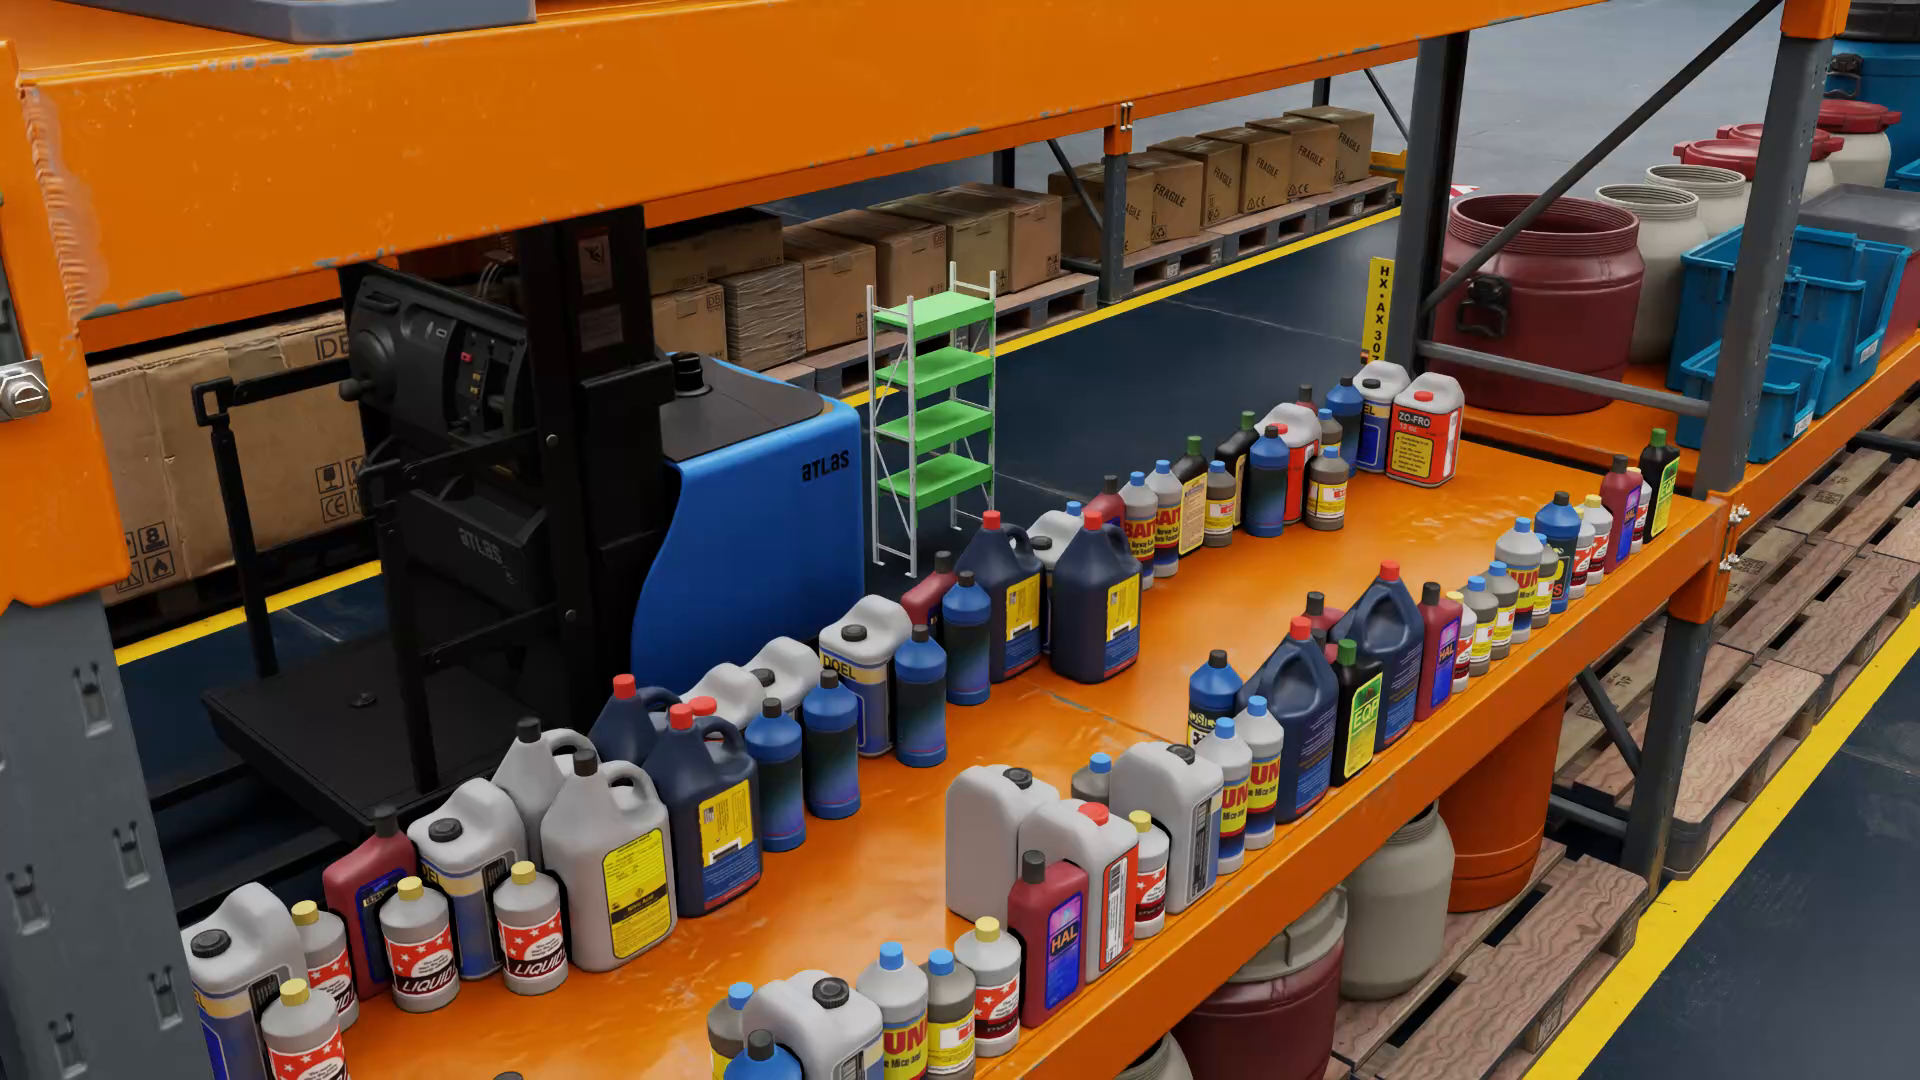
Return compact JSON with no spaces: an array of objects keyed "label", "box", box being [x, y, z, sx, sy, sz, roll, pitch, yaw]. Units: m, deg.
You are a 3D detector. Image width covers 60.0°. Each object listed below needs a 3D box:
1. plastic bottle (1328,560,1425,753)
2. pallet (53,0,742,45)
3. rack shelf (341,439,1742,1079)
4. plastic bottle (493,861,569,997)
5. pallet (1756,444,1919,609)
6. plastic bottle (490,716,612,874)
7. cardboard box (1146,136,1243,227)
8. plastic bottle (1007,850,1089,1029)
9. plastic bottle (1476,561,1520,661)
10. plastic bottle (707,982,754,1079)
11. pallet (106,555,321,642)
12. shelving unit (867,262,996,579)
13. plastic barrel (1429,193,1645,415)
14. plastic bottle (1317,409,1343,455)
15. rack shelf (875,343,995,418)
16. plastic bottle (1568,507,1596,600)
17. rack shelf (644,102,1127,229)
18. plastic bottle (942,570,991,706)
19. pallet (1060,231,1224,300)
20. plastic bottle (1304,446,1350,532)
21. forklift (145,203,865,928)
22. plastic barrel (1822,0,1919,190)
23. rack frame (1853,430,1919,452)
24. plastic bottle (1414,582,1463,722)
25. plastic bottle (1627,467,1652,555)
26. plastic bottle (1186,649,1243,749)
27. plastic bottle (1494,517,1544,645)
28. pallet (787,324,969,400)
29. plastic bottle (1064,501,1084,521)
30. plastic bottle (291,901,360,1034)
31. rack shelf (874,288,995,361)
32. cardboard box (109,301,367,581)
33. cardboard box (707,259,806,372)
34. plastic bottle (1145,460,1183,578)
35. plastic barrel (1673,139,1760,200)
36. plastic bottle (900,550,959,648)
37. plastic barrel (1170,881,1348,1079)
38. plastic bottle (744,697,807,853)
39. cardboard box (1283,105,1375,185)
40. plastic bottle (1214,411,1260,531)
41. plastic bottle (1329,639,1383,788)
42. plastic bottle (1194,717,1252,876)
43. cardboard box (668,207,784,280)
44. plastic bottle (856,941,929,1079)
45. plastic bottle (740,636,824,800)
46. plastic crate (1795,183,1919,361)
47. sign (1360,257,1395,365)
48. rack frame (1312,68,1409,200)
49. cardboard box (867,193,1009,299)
[{"label":"plastic bottle","box":[0.792,0.211,3.173,0.144,0.351,0.185,20,31,38]},{"label":"pallet","box":[-0.575,-0.766,1.856,1.213,0.211,1.003,20,31,38]},{"label":"rack shelf","box":[0.309,0.501,3.345,1.077,0.370,4.000,20,31,38]},{"label":"plastic bottle","box":[-0.654,0.582,2.529,0.097,0.201,0.097,0,24,0]},{"label":"pallet","box":[3.818,-0.133,7.288,1.003,0.211,1.213,20,31,38]},{"label":"plastic bottle","box":[-0.656,0.436,2.672,0.144,0.351,0.185,20,31,38]},{"label":"cardboard box","box":[1.654,-2.556,11.827,0.500,0.500,0.500,17,29,33]},{"label":"plastic bottle","box":[0.130,0.570,2.455,0.061,0.283,0.133,20,31,38]},{"label":"plastic bottle","box":[1.122,0.143,3.508,0.097,0.201,0.097,0,24,0]},{"label":"plastic bottle","box":[-0.294,0.696,2.274,0.097,0.201,0.097,0,24,0]},{"label":"pallet","box":[-3.441,0.073,6.828,1.003,0.211,1.213,20,31,38]},{"label":"shelving unit","box":[-0.110,-0.497,6.892,0.258,1.200,0.503,20,31,38]},{"label":"plastic barrel","box":[1.728,-0.722,5.029,0.600,0.536,0.708,20,31,38]},{"label":"plastic bottle","box":[0.952,-0.245,4.372,0.097,0.201,0.097,0,24,0]},{"label":"rack shelf","box":[-0.110,-0.658,6.820,0.258,0.148,0.480,20,31,38]},{"label":"plastic bottle","box":[1.382,0.024,3.772,0.097,0.201,0.097,0,24,0]},{"label":"rack shelf","box":[-0.710,-2.070,9.079,1.077,0.370,4.000,20,31,38]},{"label":"plastic bottle","box":[0.013,0.189,3.319,0.097,0.271,0.097,0,24,0]},{"label":"pallet","box":[1.047,-1.949,11.339,1.003,0.211,1.213,20,31,38]},{"label":"plastic bottle","box":[0.911,-0.133,4.122,0.097,0.201,0.097,0,24,0]},{"label":"forklift","box":[-1.703,-0.510,4.806,1.130,2.935,3.031,21,32,39]},{"label":"plastic barrel","box":[3.830,-1.849,7.094,0.600,0.901,0.708,20,31,38]},{"label":"rack frame","box":[4.314,-1.655,7.275,1.000,3.000,0.127,20,31,38]},{"label":"plastic bottle","box":[0.929,0.205,3.269,0.061,0.283,0.133,20,31,38]},{"label":"plastic bottle","box":[1.601,-0.076,3.995,0.097,0.201,0.097,0,24,0]},{"label":"plastic bottle","box":[0.460,0.325,3.016,0.097,0.271,0.097,0,24,0]},{"label":"plastic bottle","box":[1.187,0.081,3.560,0.097,0.271,0.097,0,24,0]},{"label":"pallet","box":[-0.707,-1.124,9.499,1.003,0.211,1.213,20,31,38]},{"label":"plastic bottle","box":[0.246,0.046,3.639,0.097,0.271,0.097,0,24,0]},{"label":"plastic bottle","box":[-0.946,0.622,2.439,0.097,0.201,0.097,0,24,0]},{"label":"rack shelf","box":[-0.111,-0.877,6.722,0.258,0.148,0.480,20,31,38]},{"label":"cardboard box","box":[-3.121,-0.537,6.864,1.225,0.875,0.875,20,31,38]},{"label":"cardboard box","box":[-1.251,-1.231,8.846,0.700,0.500,0.500,17,29,33]},{"label":"plastic bottle","box":[0.465,-0.054,3.862,0.097,0.271,0.097,0,24,0]},{"label":"plastic barrel","box":[2.733,-1.130,5.938,0.433,0.535,0.433,0,24,0]},{"label":"plastic bottle","box":[-0.058,0.168,3.352,0.061,0.283,0.133,20,31,38]},{"label":"plastic barrel","box":[0.576,0.970,3.854,0.600,0.588,0.708,20,31,38]},{"label":"plastic bottle","box":[-0.318,0.396,2.857,0.097,0.271,0.097,0,24,0]},{"label":"cardboard box","box":[2.866,-3.091,13.020,0.500,0.500,0.500,-17,29,-34]},{"label":"plastic bottle","box":[0.682,-0.170,4.106,0.061,0.283,0.133,20,31,38]},{"label":"plastic bottle","box":[0.717,0.302,3.053,0.061,0.283,0.133,20,31,38]},{"label":"plastic bottle","box":[0.438,0.424,2.796,0.097,0.271,0.097,0,24,0]},{"label":"cardboard box","box":[-1.273,-1.568,8.681,0.500,0.250,0.500,-20,31,-37]},{"label":"plastic bottle","box":[-0.091,0.665,2.258,0.097,0.271,0.097,0,24,0]},{"label":"plastic bottle","box":[-0.333,0.325,3.011,0.152,0.276,0.135,20,31,38]},{"label":"plastic crate","box":[2.950,-0.874,5.455,0.402,0.464,0.583,20,31,38]},{"label":"sign","box":[1.230,-0.659,4.853,0.100,0.325,0.005,20,31,38]},{"label":"rack frame","box":[3.295,-4.226,13.009,1.000,3.000,0.127,20,31,38]},{"label":"cardboard box","box":[-0.133,-1.746,9.996,0.700,0.500,0.500,20,31,37]}]
